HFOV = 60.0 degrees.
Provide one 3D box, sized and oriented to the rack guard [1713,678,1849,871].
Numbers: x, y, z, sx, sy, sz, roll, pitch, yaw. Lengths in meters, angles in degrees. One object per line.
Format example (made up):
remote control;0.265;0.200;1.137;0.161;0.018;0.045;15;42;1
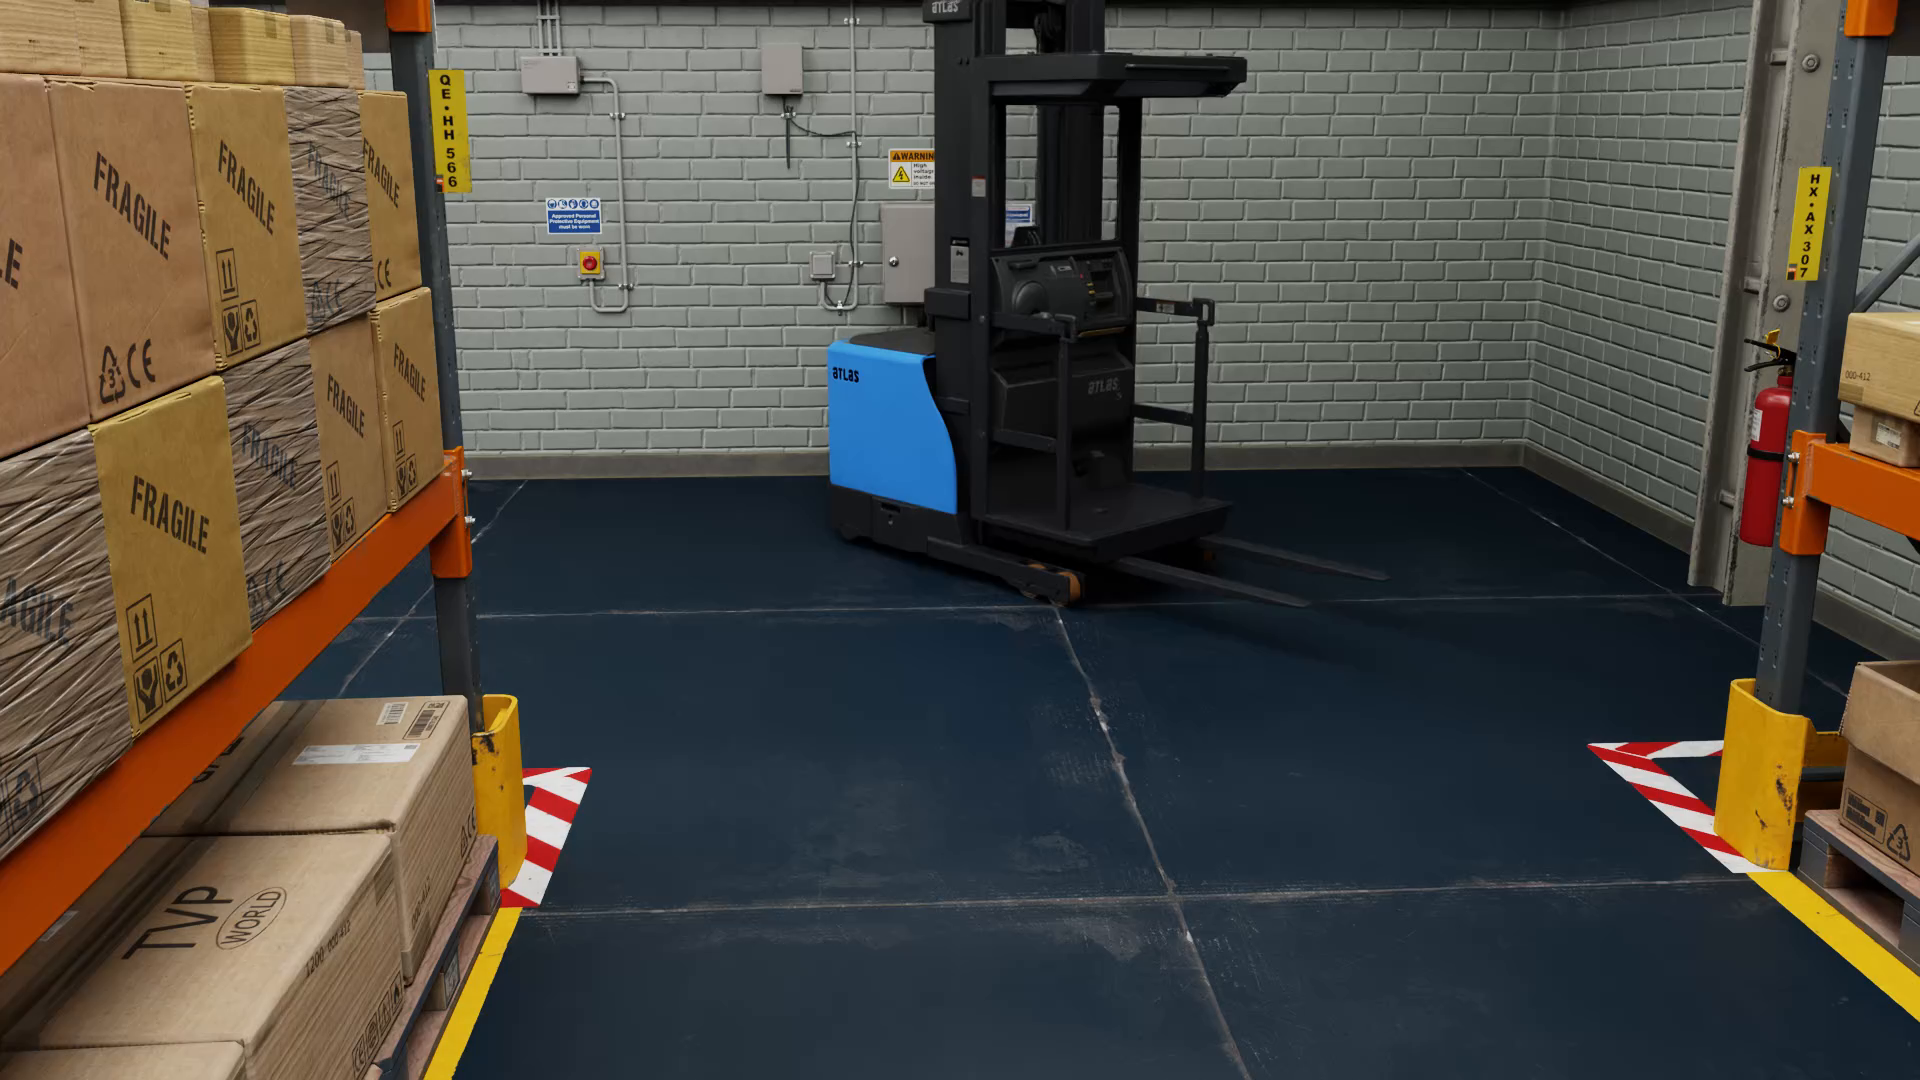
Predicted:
rack guard;3.024;0.719;5.227;1.175;0.500;0.348;-1;14;-3

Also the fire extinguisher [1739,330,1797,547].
fire extinguisher;2.549;-0.321;5.159;0.296;0.674;0.183;-1;14;-3

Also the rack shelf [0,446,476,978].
rack shelf;-1.811;0.413;2.844;1.077;0.370;4.000;-1;14;-3

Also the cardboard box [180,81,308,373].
cardboard box;-1.578;-0.596;3.117;0.500;0.500;0.500;-1;14;-4

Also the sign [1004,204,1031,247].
sign;0.279;-1.844;10.363;0.329;0.494;0.001;-1;14;-3

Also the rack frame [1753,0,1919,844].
rack frame;3.019;-0.510;4.989;1.000;3.000;0.127;-1;14;-3

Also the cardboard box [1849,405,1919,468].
cardboard box;2.766;-0.302;4.686;0.380;0.149;0.250;-1;14;-4

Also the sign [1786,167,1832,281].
sign;2.478;-0.921;4.848;0.100;0.325;0.005;-1;14;-3

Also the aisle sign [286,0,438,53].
aisle sign;-1.630;-1.714;4.452;0.394;0.787;0.004;-1;14;-3

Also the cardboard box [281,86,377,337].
cardboard box;-1.605;-0.719;3.595;0.500;0.500;0.500;-1;14;-3

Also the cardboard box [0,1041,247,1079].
cardboard box;-1.675;1.219;2.566;0.875;0.438;0.875;-1;14;-5

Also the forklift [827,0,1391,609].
forklift;0.656;-1.250;8.004;1.130;2.935;3.031;-13;20;-42

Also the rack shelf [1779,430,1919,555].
rack shelf;3.143;0.336;3.145;1.077;0.370;4.000;-1;14;-3

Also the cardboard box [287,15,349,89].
cardboard box;-1.573;-1.067;3.646;0.380;0.149;0.250;-1;14;-4

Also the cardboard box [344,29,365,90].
cardboard box;-1.712;-1.193;4.135;0.380;0.149;0.250;-1;14;-3

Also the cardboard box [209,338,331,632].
cardboard box;-1.583;-0.112;3.242;0.500;0.500;0.500;0;14;-2

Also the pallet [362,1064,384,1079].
pallet;-1.734;1.418;3.090;1.003;0.211;1.213;-1;14;-3

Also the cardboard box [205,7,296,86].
cardboard box;-1.598;-1.004;3.400;0.380;0.149;0.250;-1;14;-2

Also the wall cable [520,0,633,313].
wall cable;-2.307;-2.342;10.006;0.585;1.953;0.123;-1;14;-3

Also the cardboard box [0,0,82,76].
cardboard box;-1.523;-0.746;2.397;0.380;0.149;0.250;-1;14;-3

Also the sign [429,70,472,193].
sign;-1.392;-1.113;4.533;0.100;0.325;0.005;-1;14;-3

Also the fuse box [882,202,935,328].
fuse box;-0.202;-1.207;10.282;0.539;1.711;0.414;-1;14;-3

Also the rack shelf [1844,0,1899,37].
rack shelf;3.143;-1.117;2.771;1.077;0.370;4.000;-1;14;-3

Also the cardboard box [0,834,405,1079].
cardboard box;-1.729;0.995;3.438;0.875;0.438;0.875;0;14;-2

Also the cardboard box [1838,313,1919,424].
cardboard box;2.779;-0.464;4.516;0.500;0.250;0.500;-1;14;-3

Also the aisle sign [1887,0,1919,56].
aisle sign;2.722;-1.781;4.713;0.394;0.787;0.004;-1;14;-3

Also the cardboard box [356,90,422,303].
cardboard box;-1.667;-0.849;4.099;0.500;0.500;0.500;0;14;-2

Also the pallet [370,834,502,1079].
pallet;-1.807;1.116;4.267;1.003;0.211;1.213;-1;14;-3

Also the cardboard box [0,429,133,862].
cardboard box;-1.506;0.144;2.245;0.500;0.500;0.500;-1;14;-3

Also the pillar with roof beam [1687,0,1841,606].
pillar with roof beam;-0.545;-4.033;6.643;9.100;9.000;0.400;-1;14;-3

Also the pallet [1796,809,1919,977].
pallet;3.074;1.058;4.492;1.003;0.211;1.213;-1;14;-3

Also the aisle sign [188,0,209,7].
aisle sign;-2.228;-1.705;4.416;0.394;0.787;0.004;-1;14;-3

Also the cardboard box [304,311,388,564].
cardboard box;-1.624;-0.240;3.738;0.500;0.500;0.500;-1;14;-5

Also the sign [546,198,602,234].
sign;-2.359;-1.980;10.159;0.327;0.218;0.001;-1;14;-3

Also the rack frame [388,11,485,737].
rack frame;-1.935;-0.432;4.687;1.000;3.000;0.127;-1;14;-3

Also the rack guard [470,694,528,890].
rack guard;-1.936;0.772;5.022;1.175;0.500;0.348;-1;14;-3

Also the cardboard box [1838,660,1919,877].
cardboard box;2.963;0.649;4.651;0.797;0.503;0.637;-1;15;-6

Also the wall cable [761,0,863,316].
wall cable;-0.892;-2.351;10.106;0.588;1.984;0.122;-1;14;-3

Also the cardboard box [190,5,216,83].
cardboard box;-1.653;-0.938;3.143;0.380;0.149;0.250;-1;14;-4

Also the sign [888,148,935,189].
sign;-0.270;-2.281;10.215;0.339;0.242;0.001;-1;14;-3

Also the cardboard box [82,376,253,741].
cardboard box;-1.538;0.016;2.743;0.500;0.500;0.500;0;14;-2

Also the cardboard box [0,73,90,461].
cardboard box;-1.520;-0.346;2.143;0.500;0.500;0.500;-1;14;-2

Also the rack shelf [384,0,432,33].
rack shelf;-1.811;-1.039;2.470;1.077;0.370;4.000;-1;14;-3

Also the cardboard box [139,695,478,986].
cardboard box;-1.794;0.768;4.322;0.875;0.438;0.875;-1;14;-5

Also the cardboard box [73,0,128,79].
cardboard box;-1.581;-0.811;2.650;0.380;0.149;0.250;0;14;-2

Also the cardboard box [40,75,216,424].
cardboard box;-1.549;-0.471;2.631;0.500;0.500;0.500;-1;14;-4

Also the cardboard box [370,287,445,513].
cardboard box;-1.640;-0.365;4.224;0.500;0.500;0.500;-1;14;-3

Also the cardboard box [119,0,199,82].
cardboard box;-1.579;-0.877;2.904;0.380;0.149;0.250;-1;14;-2
